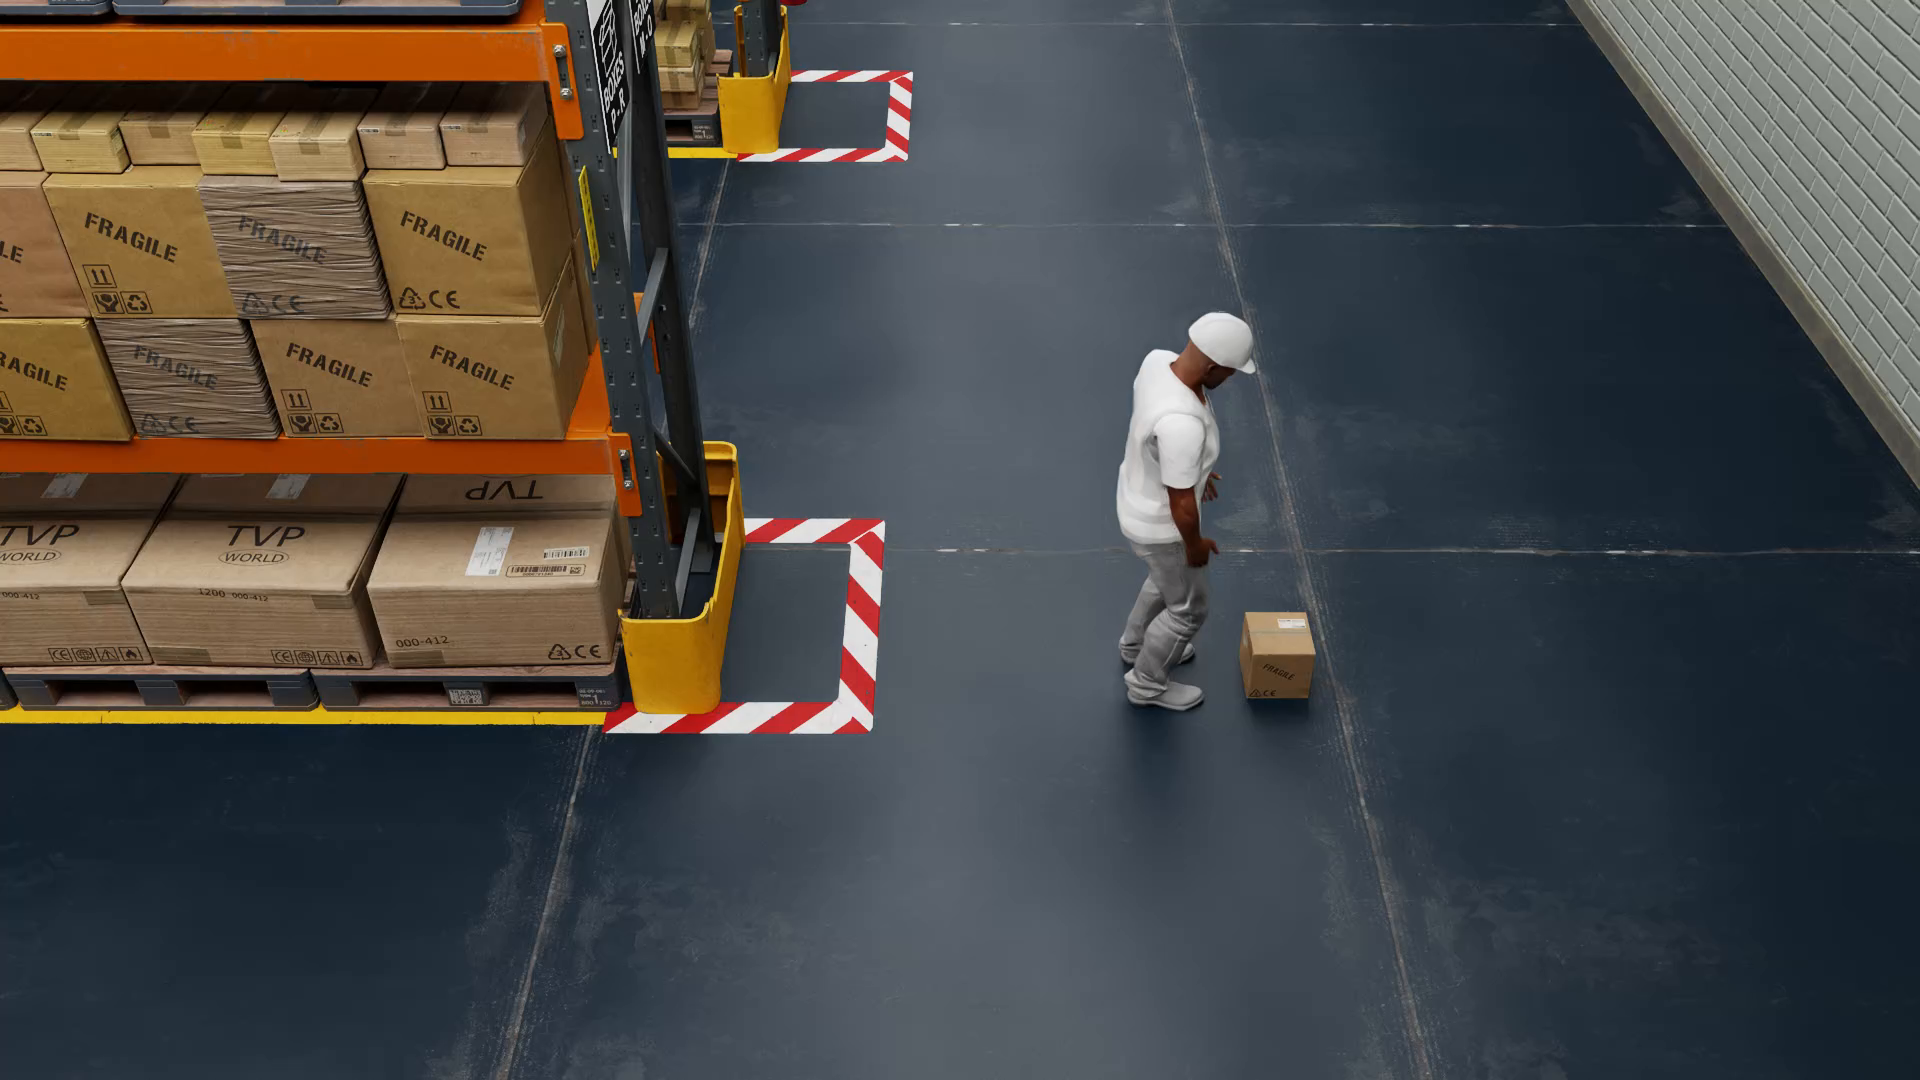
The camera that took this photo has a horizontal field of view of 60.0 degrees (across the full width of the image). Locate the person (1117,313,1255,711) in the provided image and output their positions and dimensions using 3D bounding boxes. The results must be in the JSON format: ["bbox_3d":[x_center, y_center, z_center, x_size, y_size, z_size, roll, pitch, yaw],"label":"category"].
[{"bbox_3d":[0.823,-0.117,6.320,0.453,1.718,0.591,1,39,1],"label":"person"}]
